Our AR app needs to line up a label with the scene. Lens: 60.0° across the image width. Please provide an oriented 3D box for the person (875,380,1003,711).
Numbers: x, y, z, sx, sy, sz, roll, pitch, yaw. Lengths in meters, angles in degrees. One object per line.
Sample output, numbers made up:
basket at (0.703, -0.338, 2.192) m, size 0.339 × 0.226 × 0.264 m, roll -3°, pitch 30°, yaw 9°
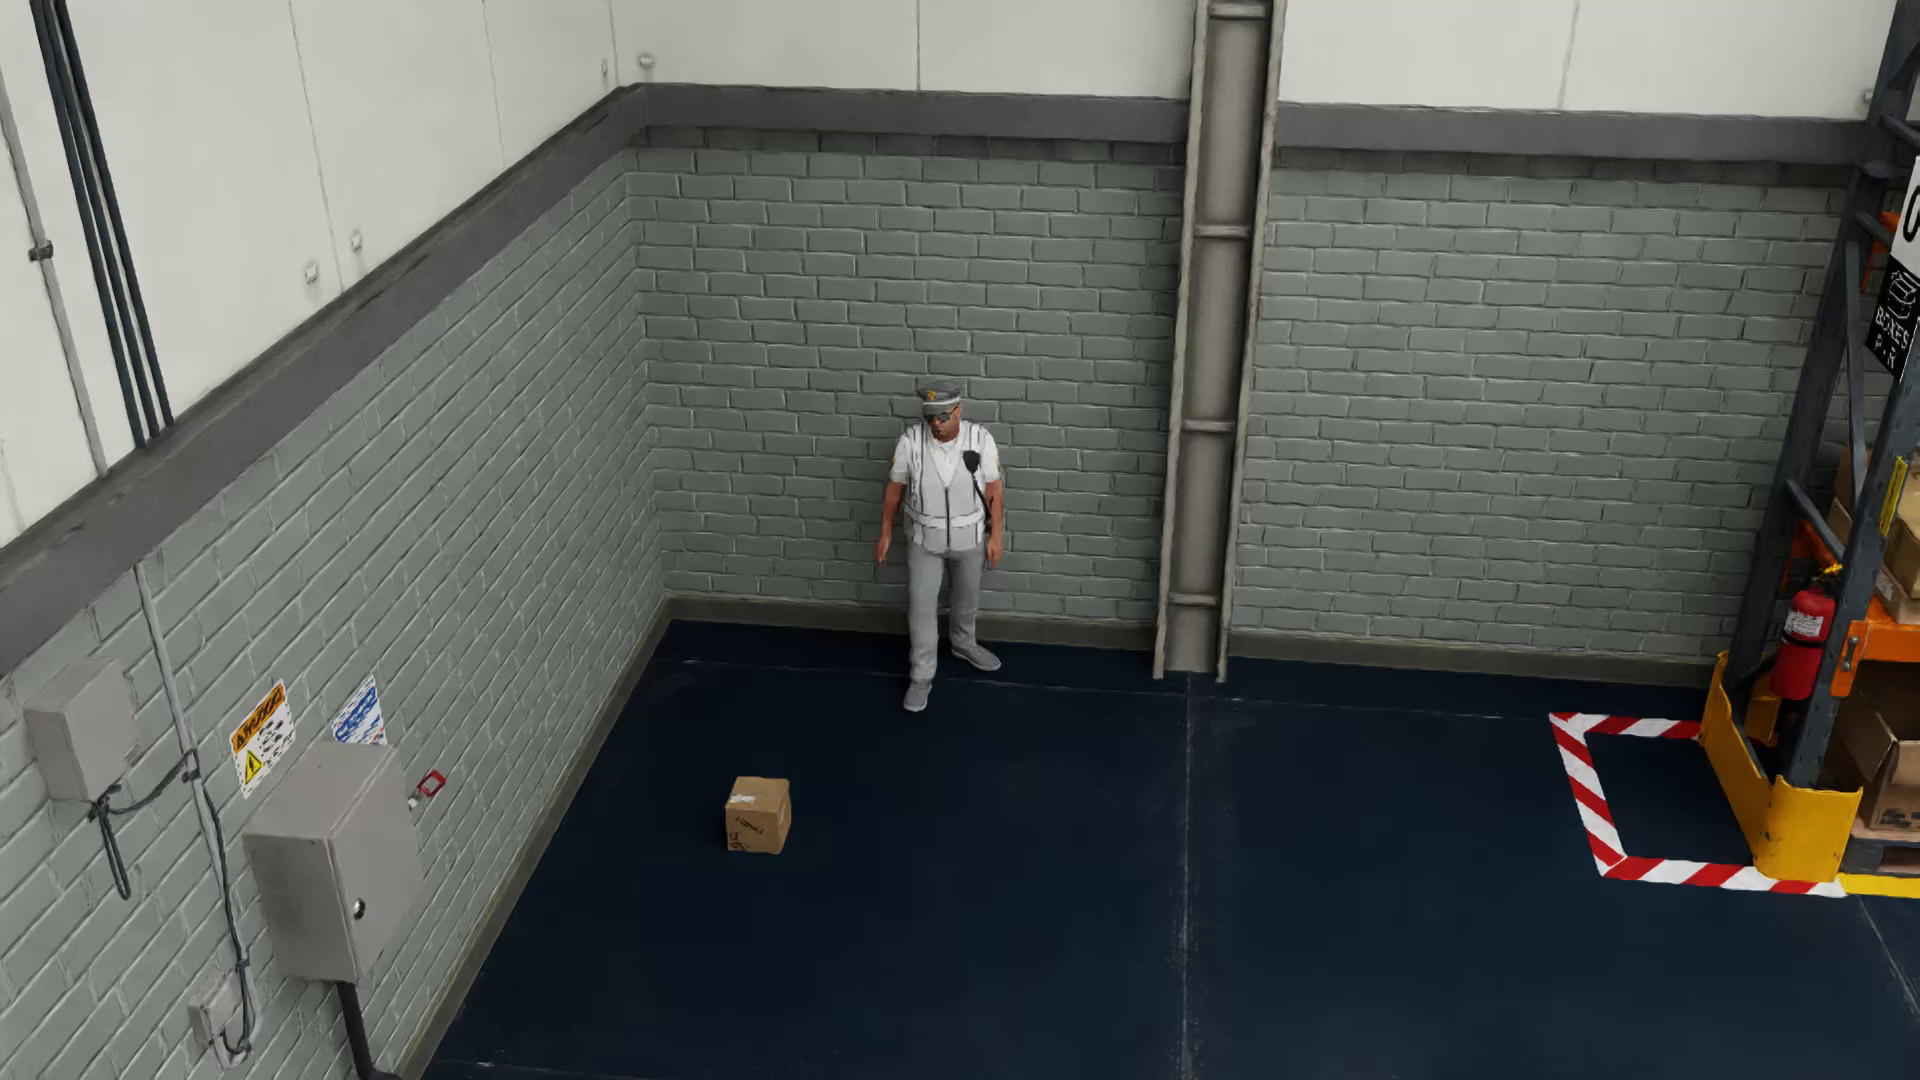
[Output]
person at (-0.100, -0.003, 8.585) m, size 0.672 × 1.744 × 0.633 m, roll -3°, pitch 28°, yaw -6°
